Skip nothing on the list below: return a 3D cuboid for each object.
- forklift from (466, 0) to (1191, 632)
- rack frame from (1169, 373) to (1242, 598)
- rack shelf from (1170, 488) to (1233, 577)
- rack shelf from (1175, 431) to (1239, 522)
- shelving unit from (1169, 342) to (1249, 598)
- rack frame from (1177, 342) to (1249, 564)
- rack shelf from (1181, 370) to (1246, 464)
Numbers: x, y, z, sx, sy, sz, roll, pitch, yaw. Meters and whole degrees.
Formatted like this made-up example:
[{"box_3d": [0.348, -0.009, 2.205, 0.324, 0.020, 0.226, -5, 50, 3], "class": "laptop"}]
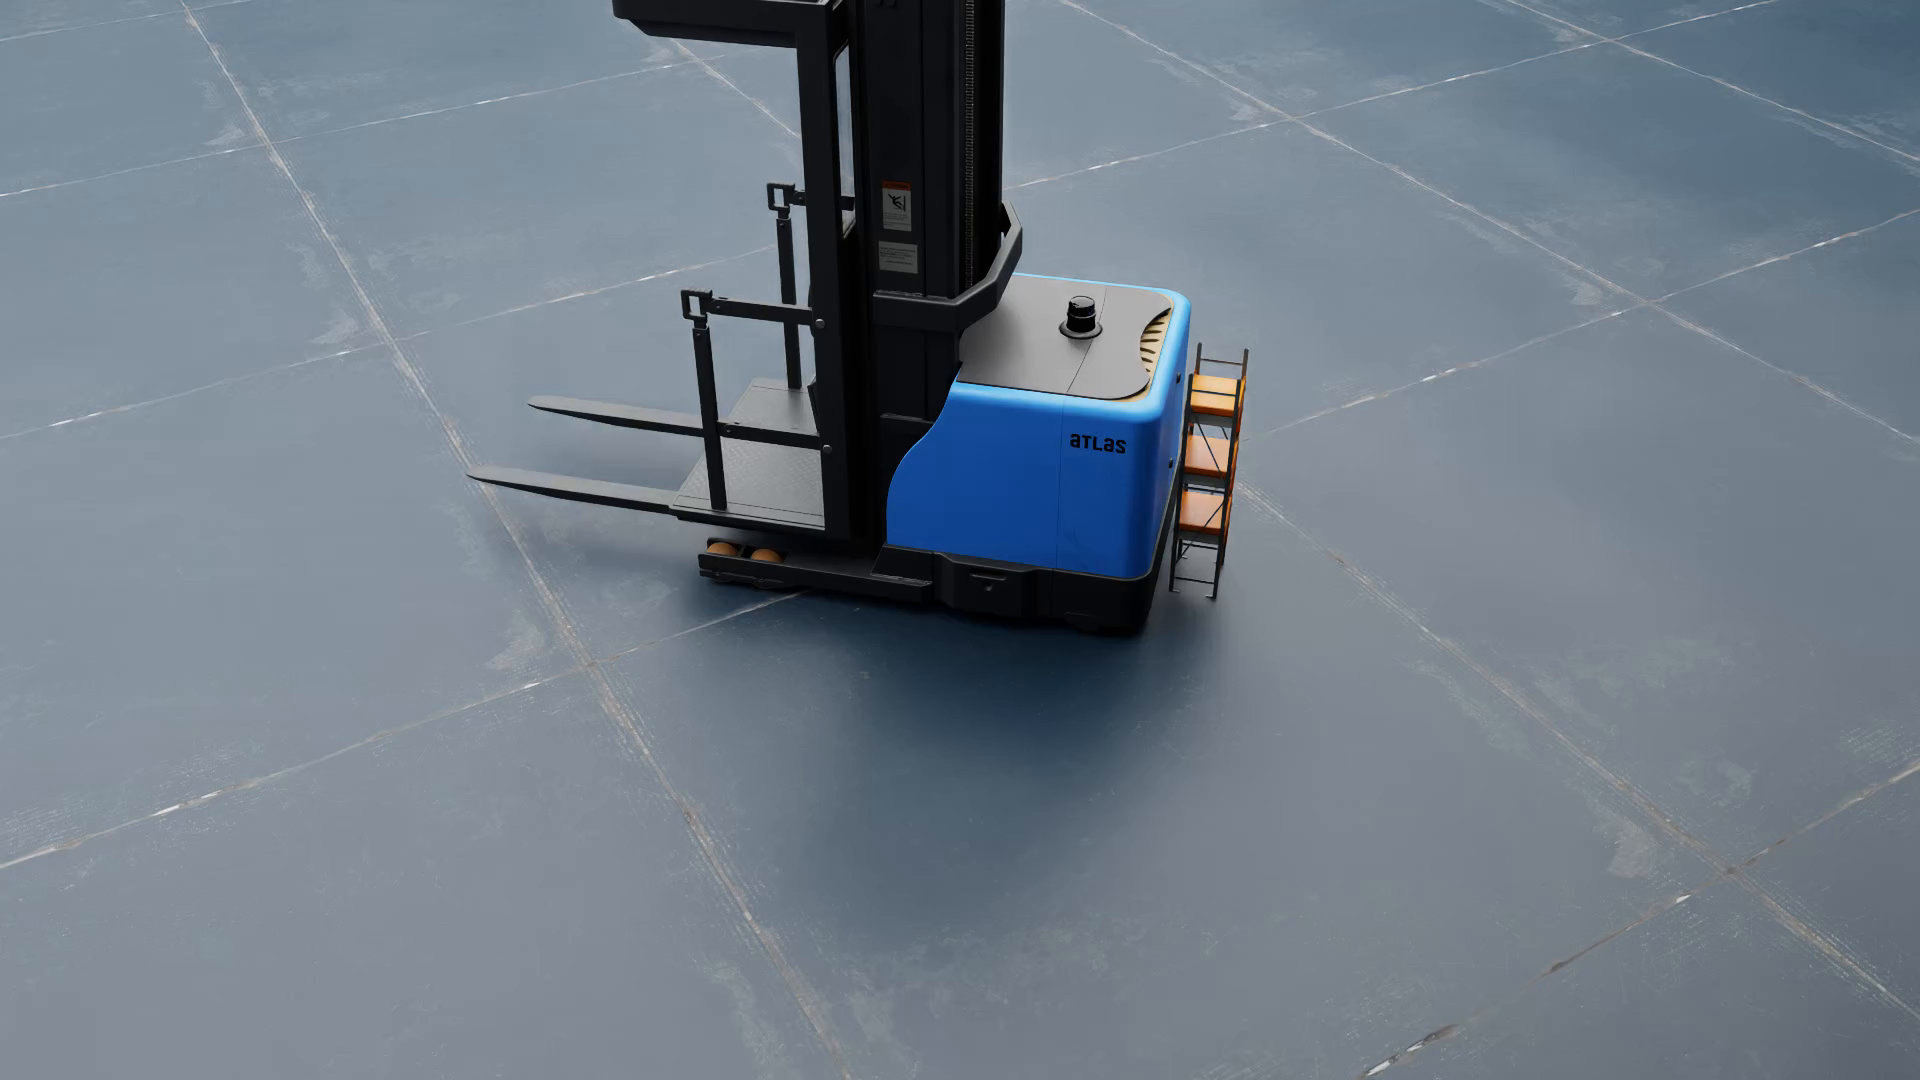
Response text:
[{"box_3d": [-0.613, -1.271, 6.506, 3.031, 2.935, 1.130, 8, 37, 11], "class": "forklift"}, {"box_3d": [0.970, -0.197, 6.630, 0.200, 1.050, 0.008, 9, 37, 12], "class": "rack frame"}, {"box_3d": [1.001, -0.034, 6.896, 0.215, 0.259, 0.240, 9, 37, 12], "class": "rack shelf"}, {"box_3d": [1.001, -0.259, 6.732, 0.215, 0.259, 0.240, 9, 37, 12], "class": "rack shelf"}, {"box_3d": [1.001, -0.267, 6.726, 0.215, 1.050, 0.252, 9, 37, 12], "class": "shelving unit"}, {"box_3d": [1.031, -0.337, 6.821, 0.200, 1.050, 0.008, 9, 37, 12], "class": "rack frame"}, {"box_3d": [1.001, -0.488, 6.565, 0.215, 0.259, 0.240, 9, 37, 12], "class": "rack shelf"}]
